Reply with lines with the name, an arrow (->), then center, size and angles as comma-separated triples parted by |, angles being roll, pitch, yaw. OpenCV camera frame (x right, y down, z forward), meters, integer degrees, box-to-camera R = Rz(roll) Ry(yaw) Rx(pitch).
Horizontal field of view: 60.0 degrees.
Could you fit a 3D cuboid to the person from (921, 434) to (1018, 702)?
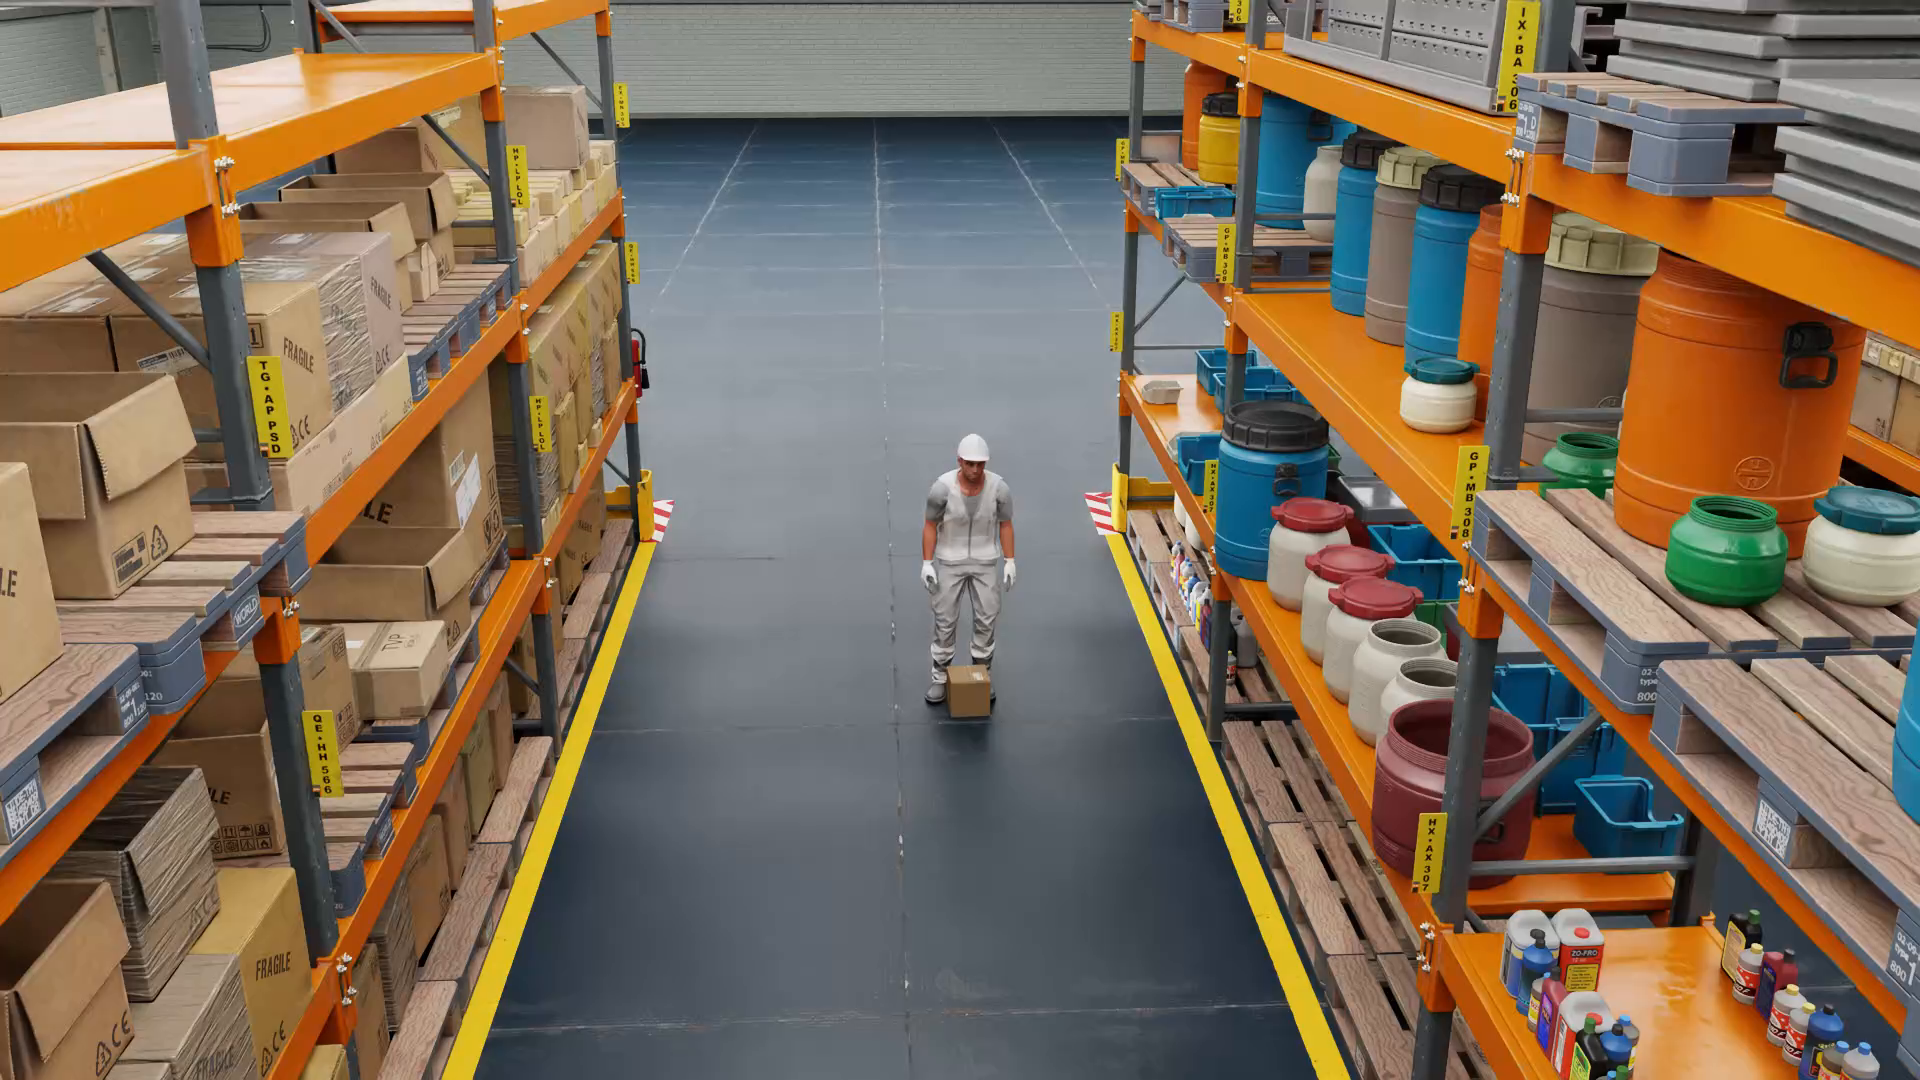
person -> 0.057, 0.171, 10.587 | 0.622, 1.781, 0.445 | -2, 20, -6
